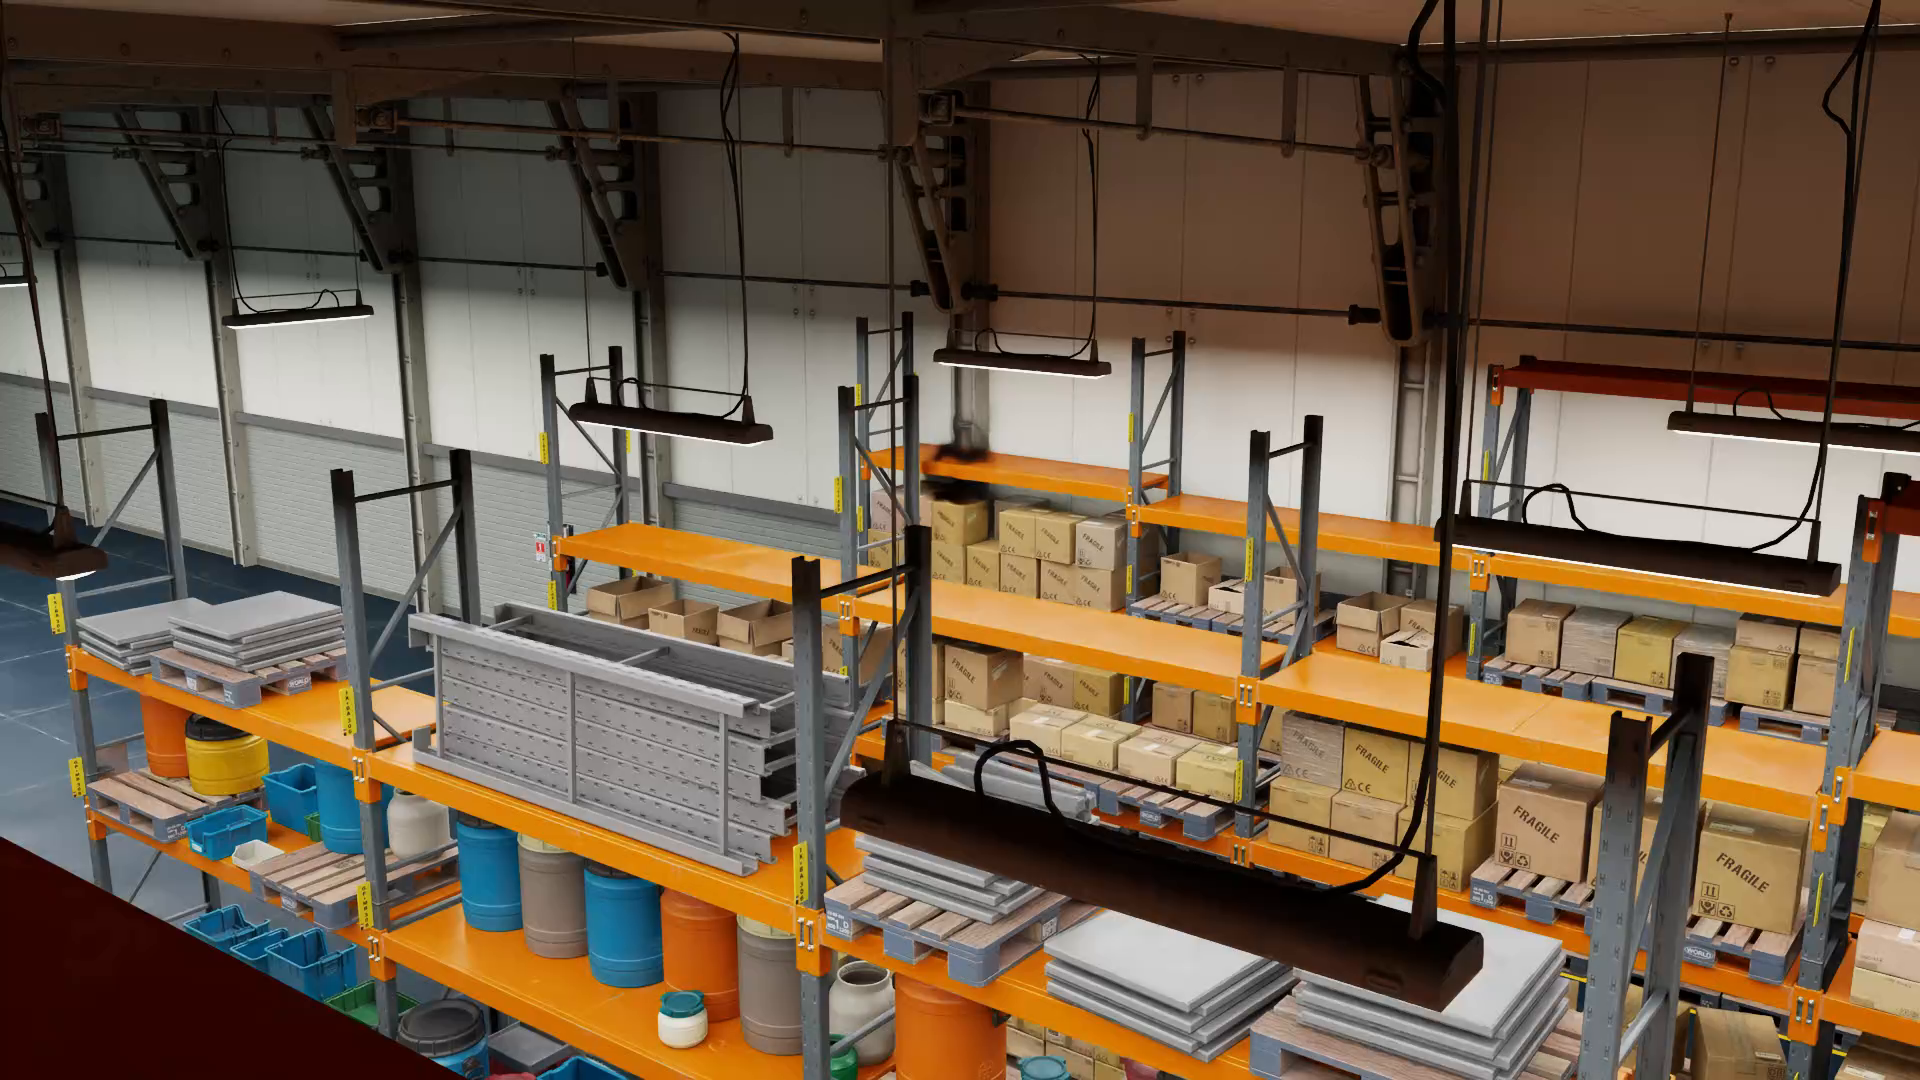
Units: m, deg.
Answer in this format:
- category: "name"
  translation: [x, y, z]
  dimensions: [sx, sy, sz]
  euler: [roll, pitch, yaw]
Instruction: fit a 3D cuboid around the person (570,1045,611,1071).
- category: "person"
  translation: [-3.238, 4.072, 13.909]
  dimensions: [0.729, 1.764, 0.662]
  euler: [5, 14, 20]
